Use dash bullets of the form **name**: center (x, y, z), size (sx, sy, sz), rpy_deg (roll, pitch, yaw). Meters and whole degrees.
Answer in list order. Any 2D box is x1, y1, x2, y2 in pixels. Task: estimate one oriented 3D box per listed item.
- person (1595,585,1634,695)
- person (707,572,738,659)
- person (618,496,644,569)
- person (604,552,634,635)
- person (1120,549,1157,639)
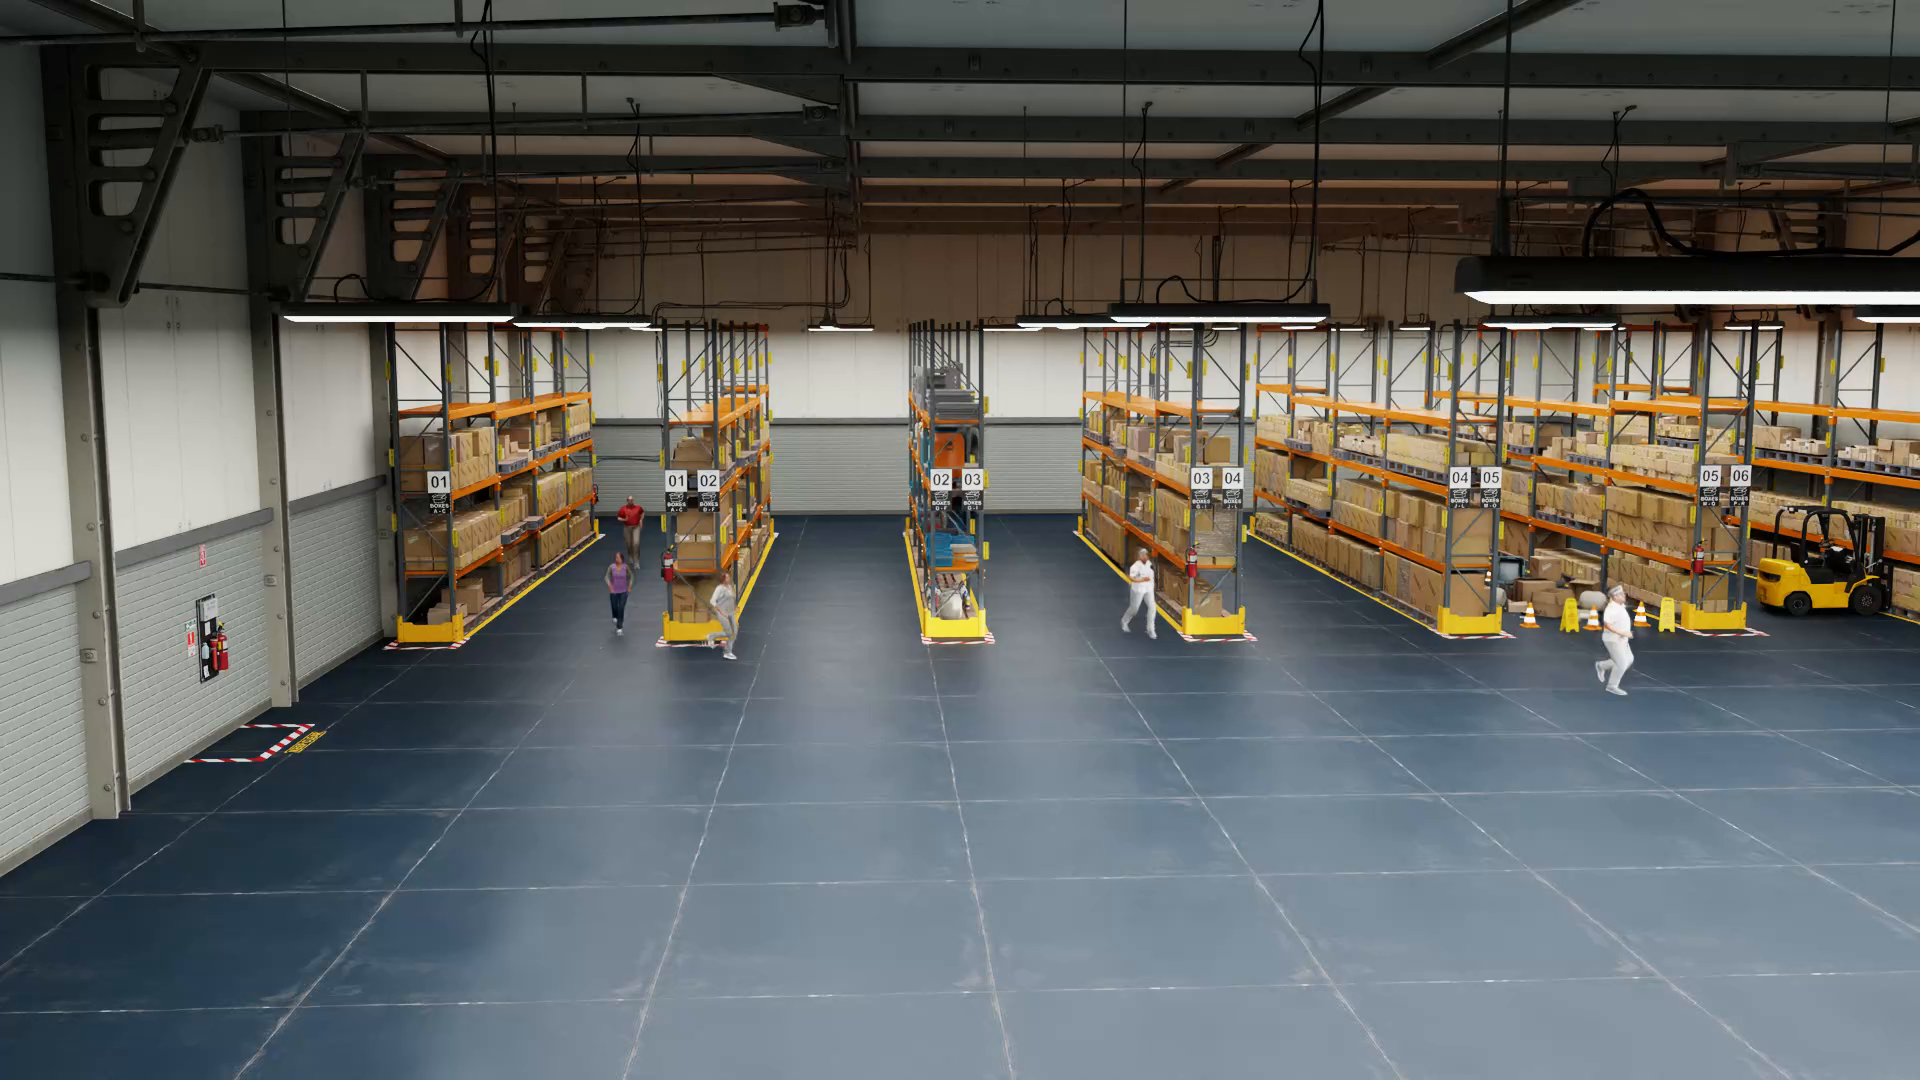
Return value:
- **person**: center (10.502, 1.590, 26.618), size (0.584, 1.748, 0.672), rpy_deg (5, 9, 37)
- **person**: center (-4.205, 1.328, 29.504), size (0.594, 1.556, 0.541), rpy_deg (4, 8, 28)
- **person**: center (-8.132, -0.205, 41.142), size (0.649, 1.785, 0.863), rpy_deg (-1, 7, -11)
- **person**: center (-6.555, 1.010, 32.030), size (0.565, 1.590, 0.657), rpy_deg (-1, 7, -11)
- **person**: center (3.442, 1.002, 31.652), size (0.611, 1.709, 0.896), rpy_deg (-3, 8, -24)
